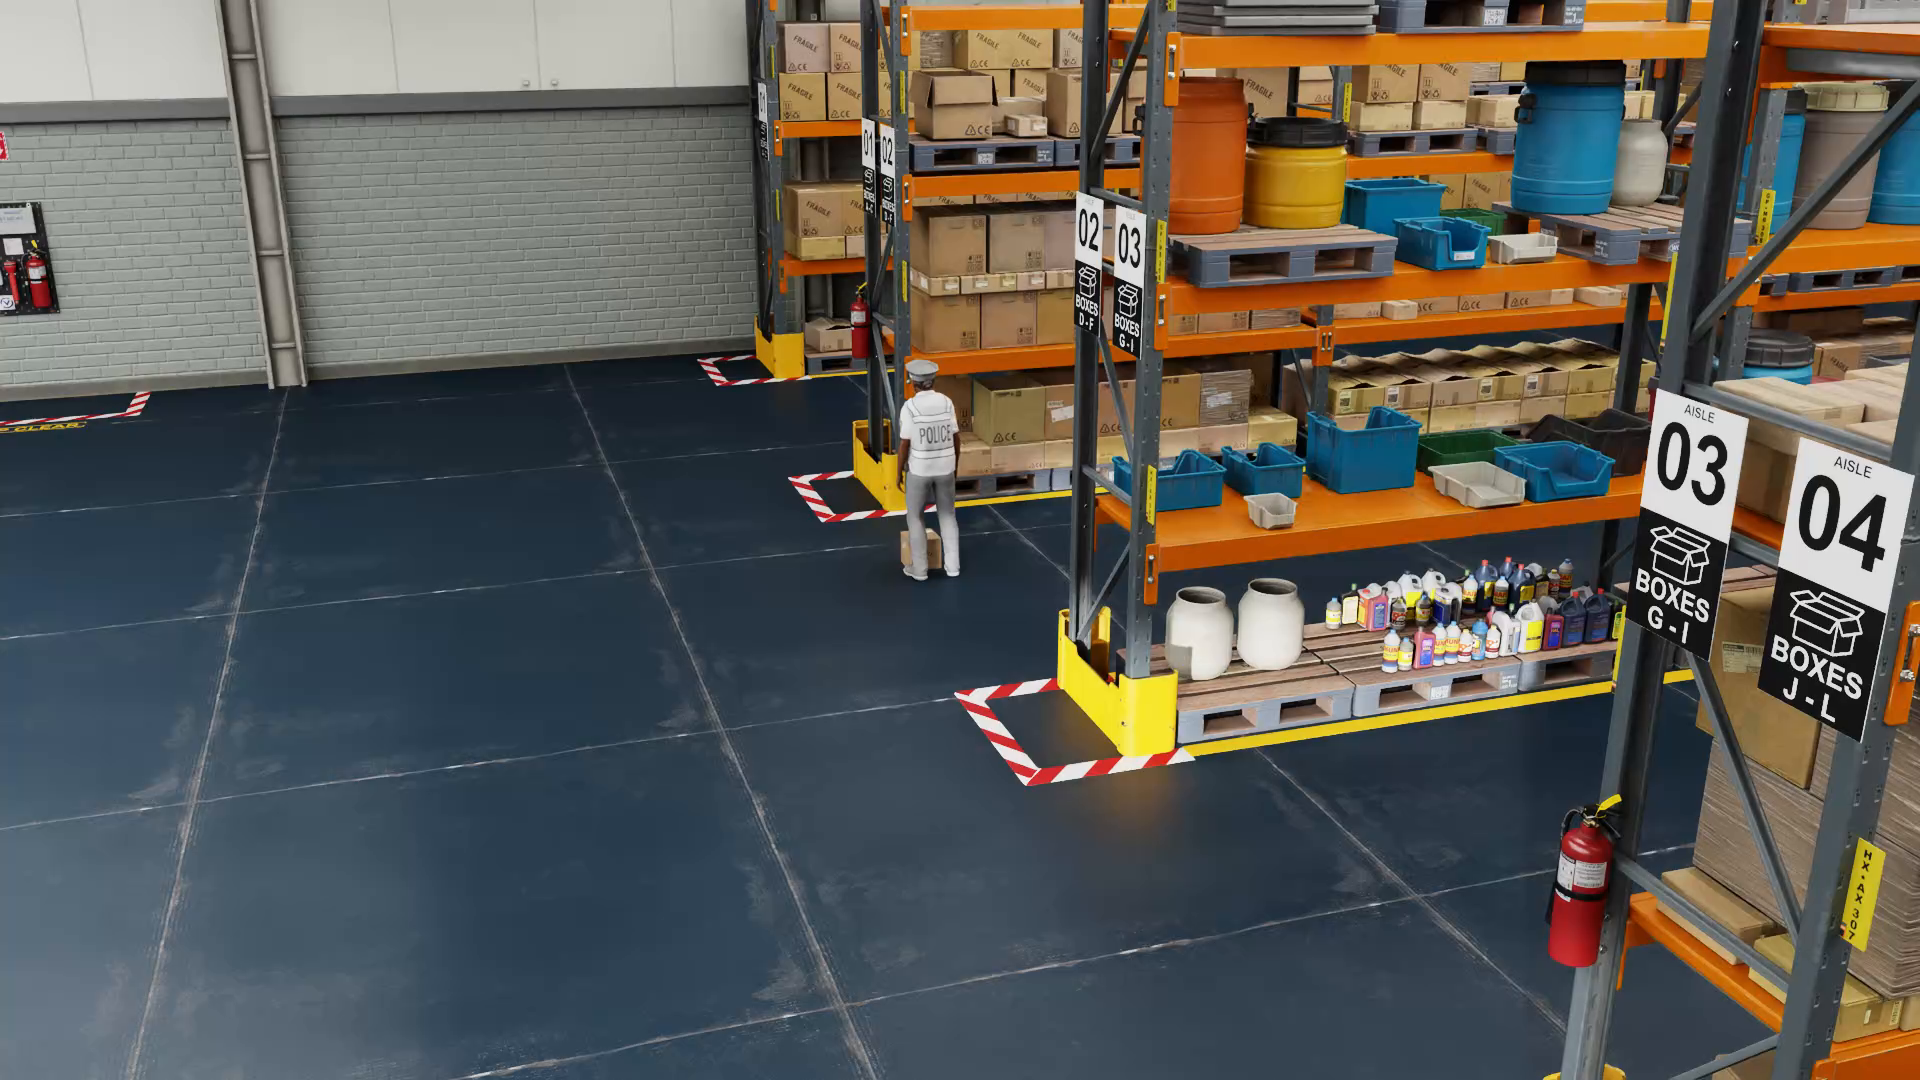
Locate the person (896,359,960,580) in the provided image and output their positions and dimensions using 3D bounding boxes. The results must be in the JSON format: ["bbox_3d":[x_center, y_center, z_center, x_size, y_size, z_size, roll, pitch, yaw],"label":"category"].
[{"bbox_3d":[-0.225,-0.512,12.532,0.531,1.656,0.391,-7,21,-20],"label":"person"}]
